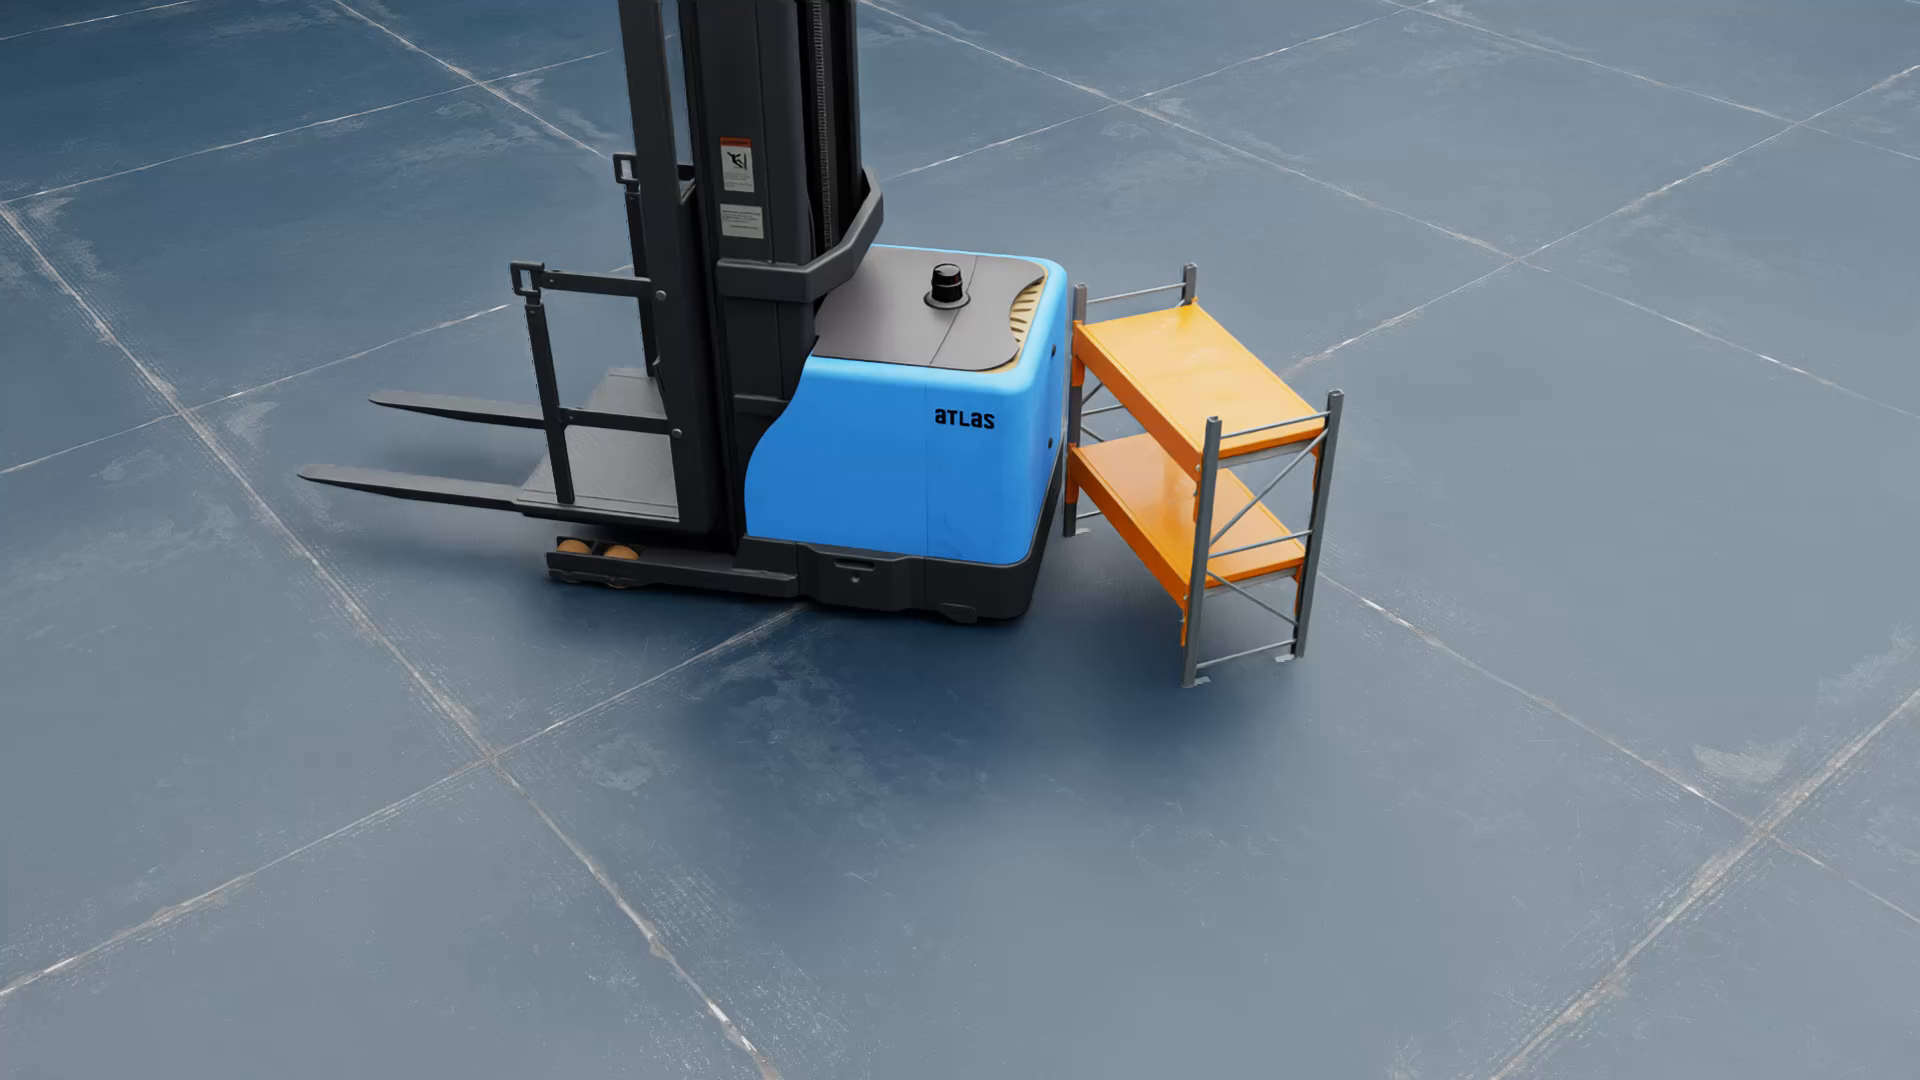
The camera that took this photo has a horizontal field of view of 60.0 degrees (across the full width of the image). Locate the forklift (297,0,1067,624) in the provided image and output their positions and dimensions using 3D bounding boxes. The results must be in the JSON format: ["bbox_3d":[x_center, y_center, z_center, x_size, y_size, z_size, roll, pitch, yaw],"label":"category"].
[{"bbox_3d":[-1.142,-1.299,6.048,3.031,2.935,1.130,7,36,9],"label":"forklift"}]

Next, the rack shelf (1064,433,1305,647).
[{"bbox_3d":[0.845,-0.055,6.277,0.538,0.278,1.000,-13,37,-18],"label":"rack shelf"}]

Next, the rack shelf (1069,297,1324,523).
[{"bbox_3d":[0.845,-0.493,5.966,0.538,0.278,1.000,-13,37,-18],"label":"rack shelf"}]

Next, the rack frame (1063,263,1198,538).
[{"bbox_3d":[0.657,-0.527,6.521,0.500,1.125,0.032,-13,37,-18],"label":"rack frame"}]

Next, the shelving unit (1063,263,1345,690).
[{"bbox_3d":[0.845,-0.254,6.136,0.538,1.125,1.048,-13,37,-18],"label":"shelving unit"}]

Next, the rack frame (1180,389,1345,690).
[{"bbox_3d":[1.032,0.019,5.750,0.500,1.125,0.032,-13,37,-18],"label":"rack frame"}]
